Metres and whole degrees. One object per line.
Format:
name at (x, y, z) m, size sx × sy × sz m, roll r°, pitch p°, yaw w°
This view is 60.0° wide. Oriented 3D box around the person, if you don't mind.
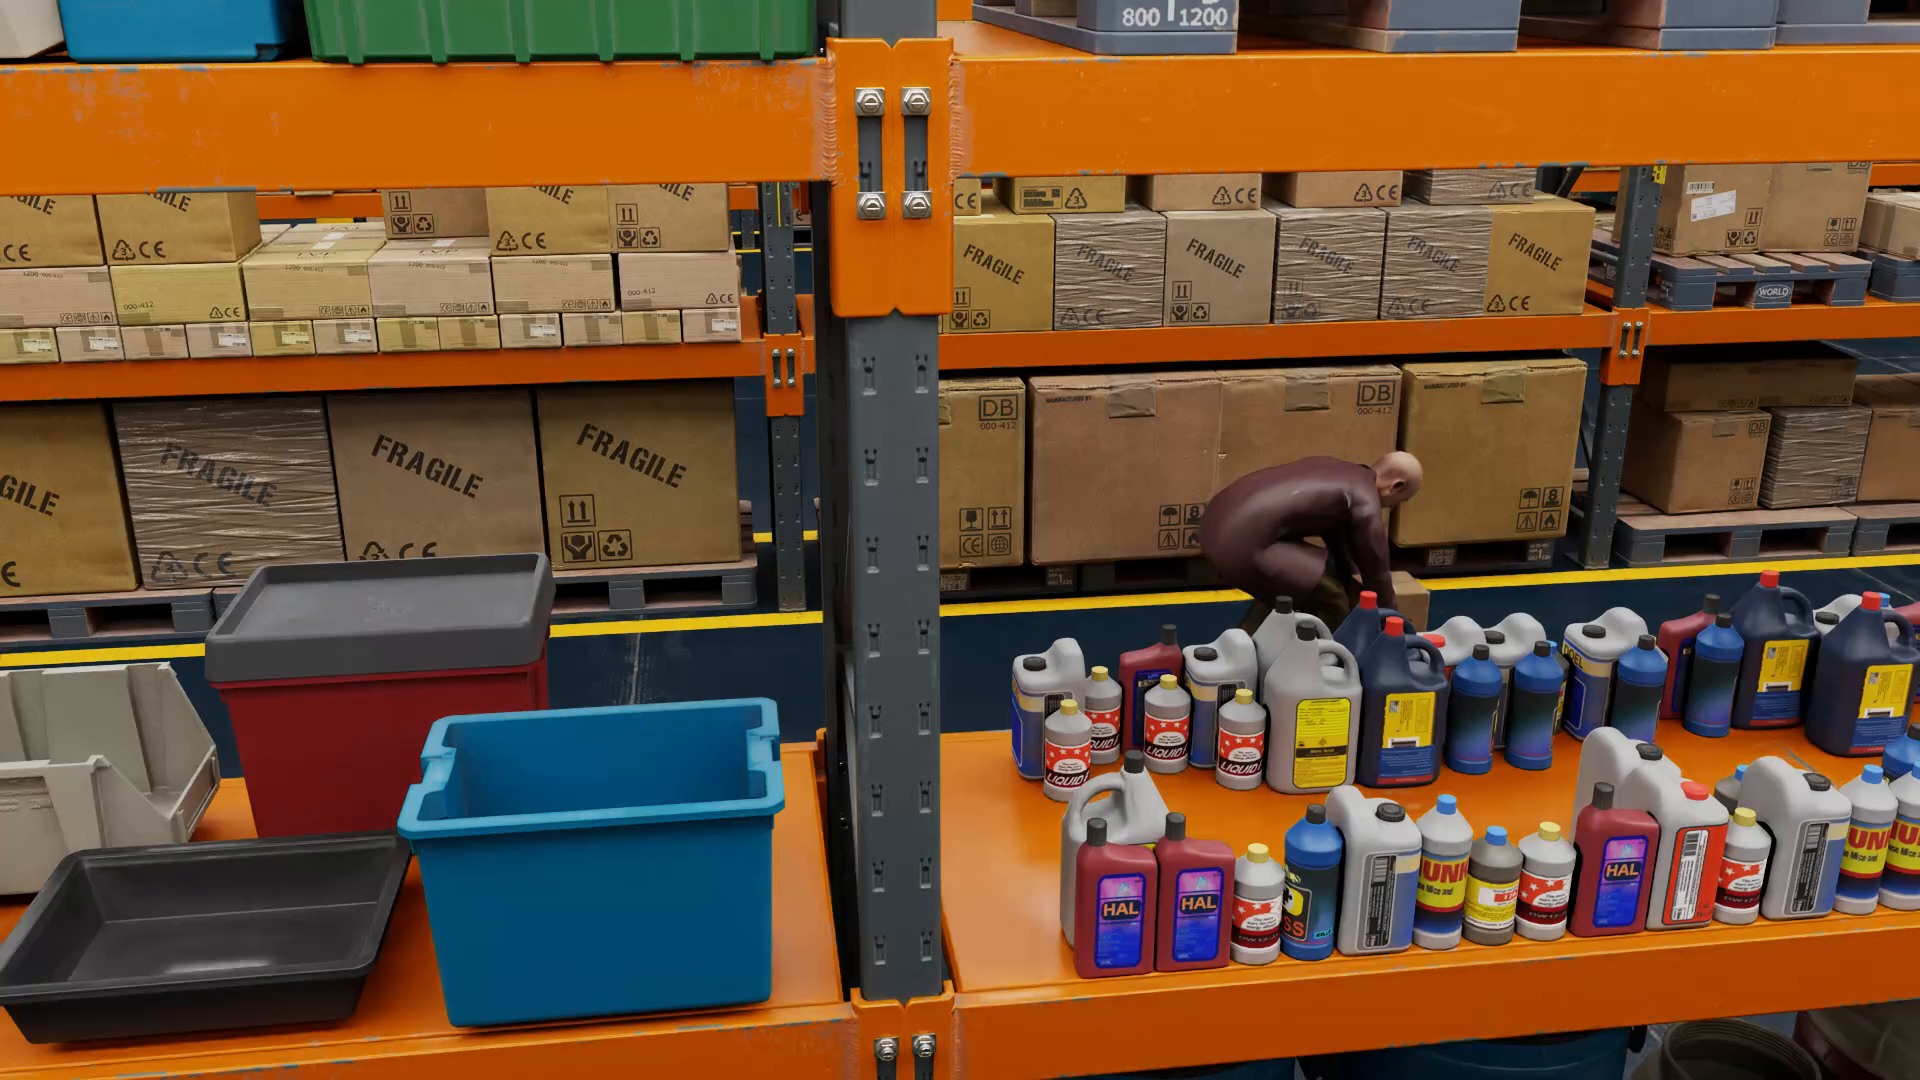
person at (1.422, 0.158, 6.810) m, size 0.936 × 0.996 × 0.591 m, roll -4°, pitch 20°, yaw -10°
